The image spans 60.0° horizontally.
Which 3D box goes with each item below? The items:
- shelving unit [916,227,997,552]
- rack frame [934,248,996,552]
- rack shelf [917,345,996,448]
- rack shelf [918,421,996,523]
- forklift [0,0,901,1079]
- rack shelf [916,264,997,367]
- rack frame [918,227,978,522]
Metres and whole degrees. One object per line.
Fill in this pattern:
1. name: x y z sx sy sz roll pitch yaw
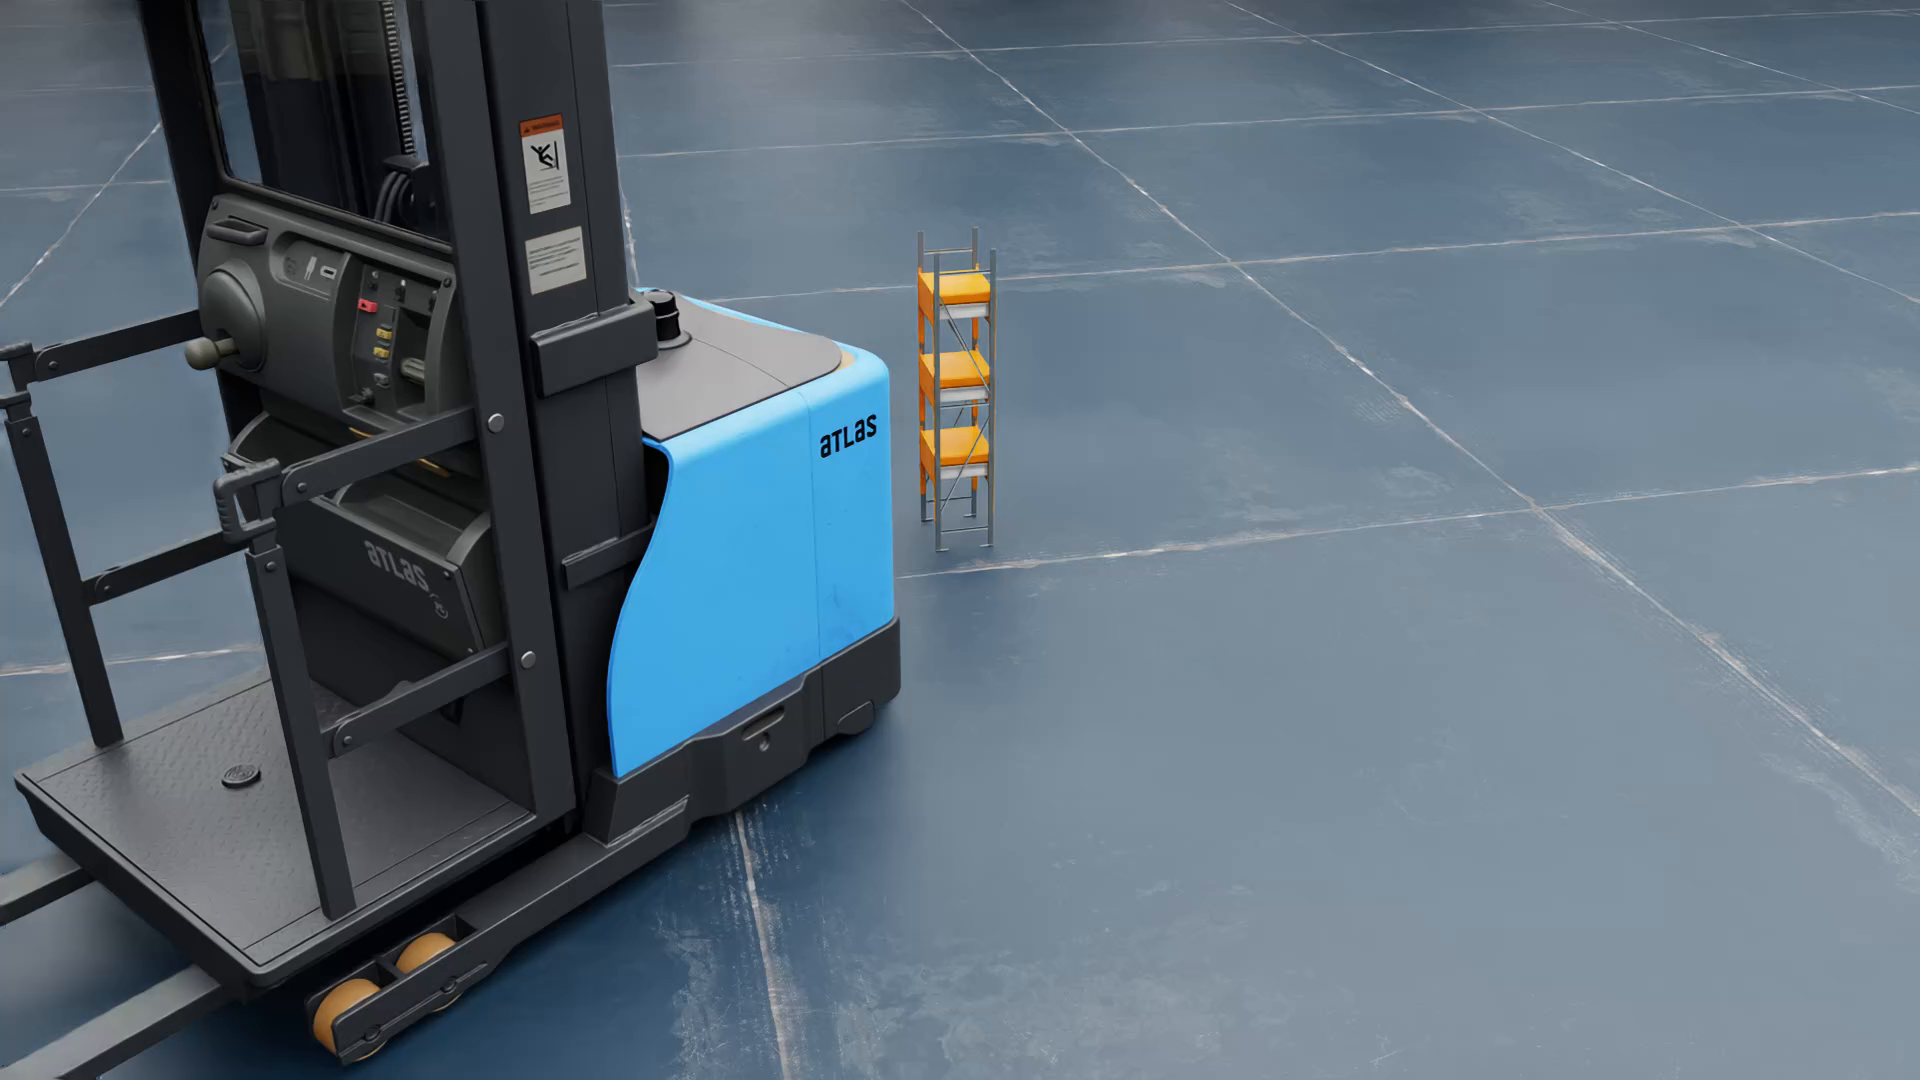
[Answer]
1. shelving unit: -0.012 -0.492 5.560 0.215 1.050 0.252 -6 27 -12
2. rack frame: 0.015 -0.439 5.454 0.200 1.050 0.008 -6 27 -12
3. rack shelf: -0.012 -0.483 5.565 0.215 0.259 0.240 -6 27 -12
4. rack shelf: -0.012 -0.235 5.690 0.215 0.259 0.240 -6 27 -12
5. forklift: -1.493 -0.454 3.396 1.130 2.935 3.031 20 33 35
6. rack shelf: -0.012 -0.736 5.437 0.215 0.259 0.240 -6 27 -12
7. rack frame: -0.040 -0.546 5.666 0.200 1.050 0.008 -6 27 -12
